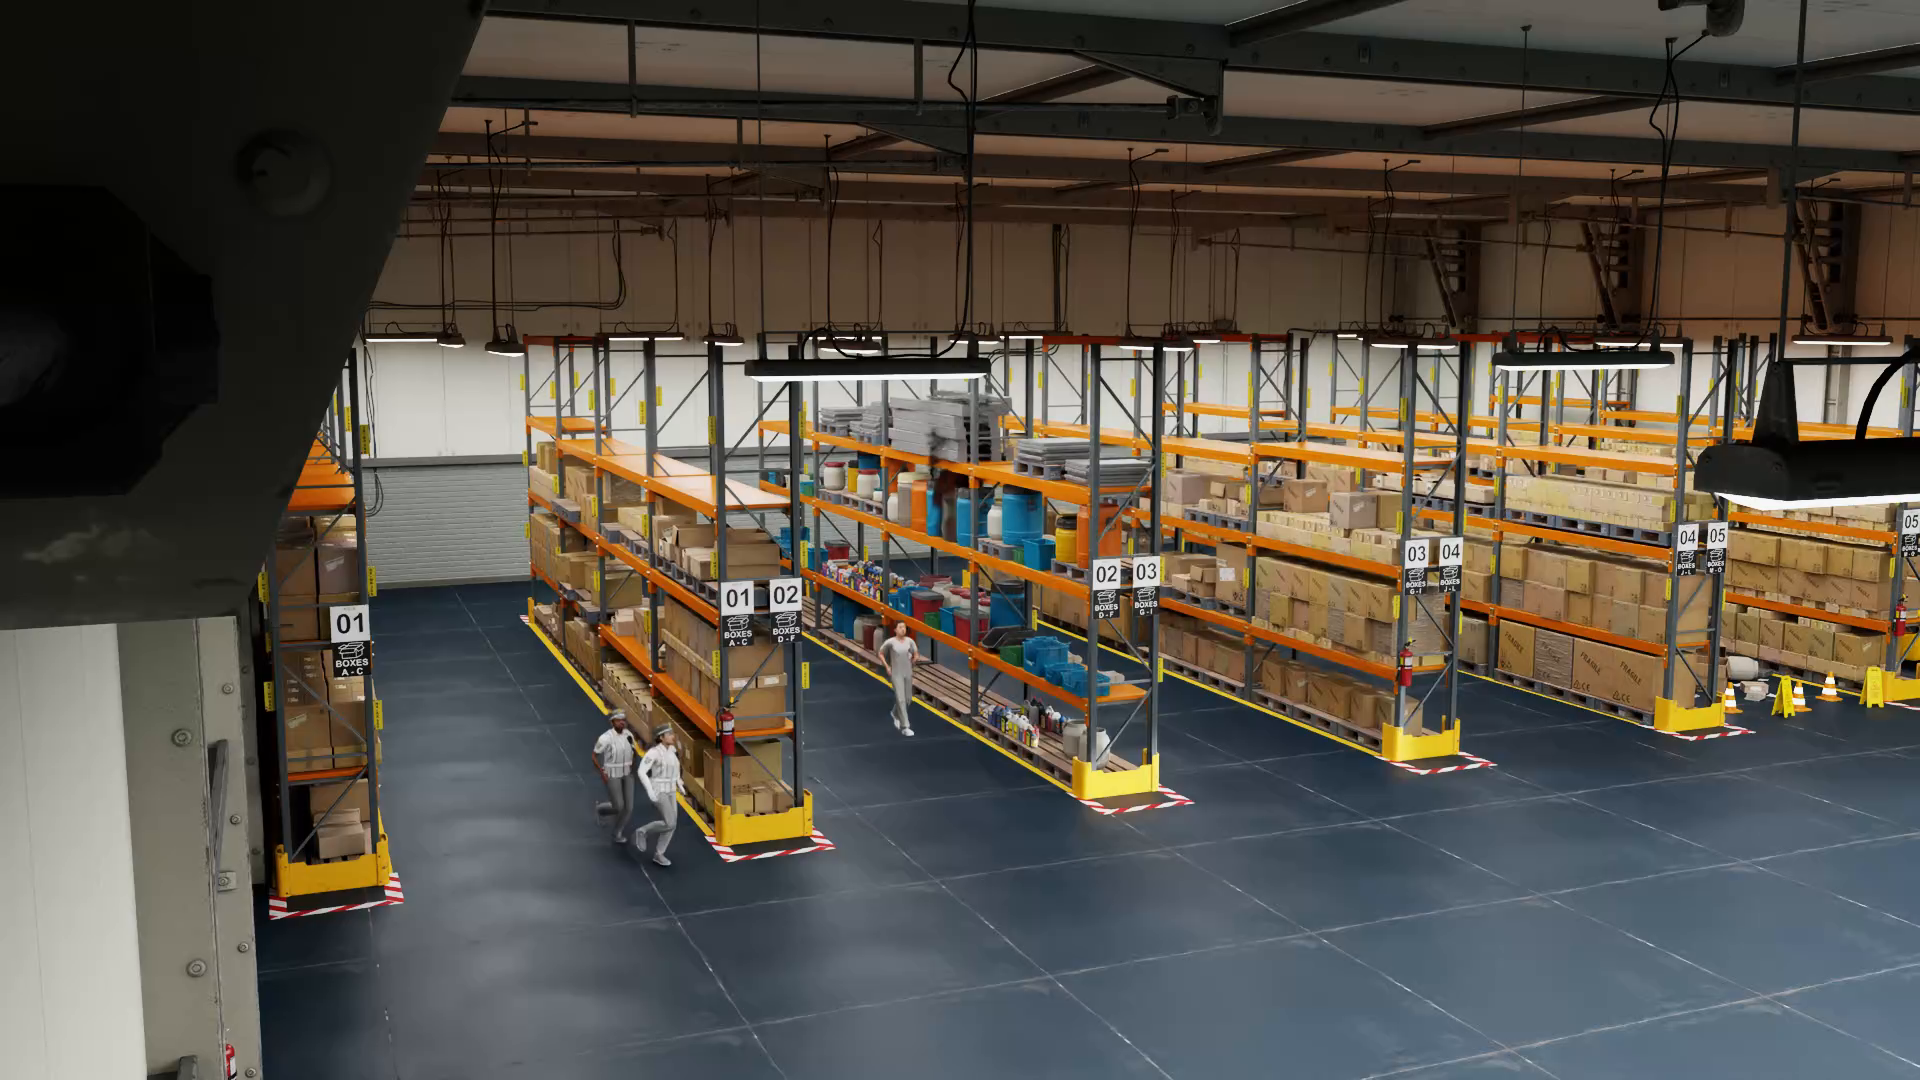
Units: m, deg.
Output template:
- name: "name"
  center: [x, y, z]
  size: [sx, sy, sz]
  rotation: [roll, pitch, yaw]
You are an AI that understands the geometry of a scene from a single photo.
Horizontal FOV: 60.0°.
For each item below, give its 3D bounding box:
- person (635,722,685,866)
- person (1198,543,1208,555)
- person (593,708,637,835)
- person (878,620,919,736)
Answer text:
- name: "person"
  center: [-3.478, 2.942, 19.525]
  size: [0.516, 1.620, 0.650]
  rotation: [4, 9, 29]
- name: "person"
  center: [6.114, -0.032, 41.990]
  size: [0.537, 1.558, 0.487]
  rotation: [-4, 9, -29]
- name: "person"
  center: [-4.141, 2.811, 20.194]
  size: [0.543, 1.574, 0.475]
  rotation: [-7, 10, -43]
- name: "person"
  center: [-0.862, 1.991, 24.298]
  size: [0.575, 1.670, 0.848]
  rotation: [-4, 8, -26]
